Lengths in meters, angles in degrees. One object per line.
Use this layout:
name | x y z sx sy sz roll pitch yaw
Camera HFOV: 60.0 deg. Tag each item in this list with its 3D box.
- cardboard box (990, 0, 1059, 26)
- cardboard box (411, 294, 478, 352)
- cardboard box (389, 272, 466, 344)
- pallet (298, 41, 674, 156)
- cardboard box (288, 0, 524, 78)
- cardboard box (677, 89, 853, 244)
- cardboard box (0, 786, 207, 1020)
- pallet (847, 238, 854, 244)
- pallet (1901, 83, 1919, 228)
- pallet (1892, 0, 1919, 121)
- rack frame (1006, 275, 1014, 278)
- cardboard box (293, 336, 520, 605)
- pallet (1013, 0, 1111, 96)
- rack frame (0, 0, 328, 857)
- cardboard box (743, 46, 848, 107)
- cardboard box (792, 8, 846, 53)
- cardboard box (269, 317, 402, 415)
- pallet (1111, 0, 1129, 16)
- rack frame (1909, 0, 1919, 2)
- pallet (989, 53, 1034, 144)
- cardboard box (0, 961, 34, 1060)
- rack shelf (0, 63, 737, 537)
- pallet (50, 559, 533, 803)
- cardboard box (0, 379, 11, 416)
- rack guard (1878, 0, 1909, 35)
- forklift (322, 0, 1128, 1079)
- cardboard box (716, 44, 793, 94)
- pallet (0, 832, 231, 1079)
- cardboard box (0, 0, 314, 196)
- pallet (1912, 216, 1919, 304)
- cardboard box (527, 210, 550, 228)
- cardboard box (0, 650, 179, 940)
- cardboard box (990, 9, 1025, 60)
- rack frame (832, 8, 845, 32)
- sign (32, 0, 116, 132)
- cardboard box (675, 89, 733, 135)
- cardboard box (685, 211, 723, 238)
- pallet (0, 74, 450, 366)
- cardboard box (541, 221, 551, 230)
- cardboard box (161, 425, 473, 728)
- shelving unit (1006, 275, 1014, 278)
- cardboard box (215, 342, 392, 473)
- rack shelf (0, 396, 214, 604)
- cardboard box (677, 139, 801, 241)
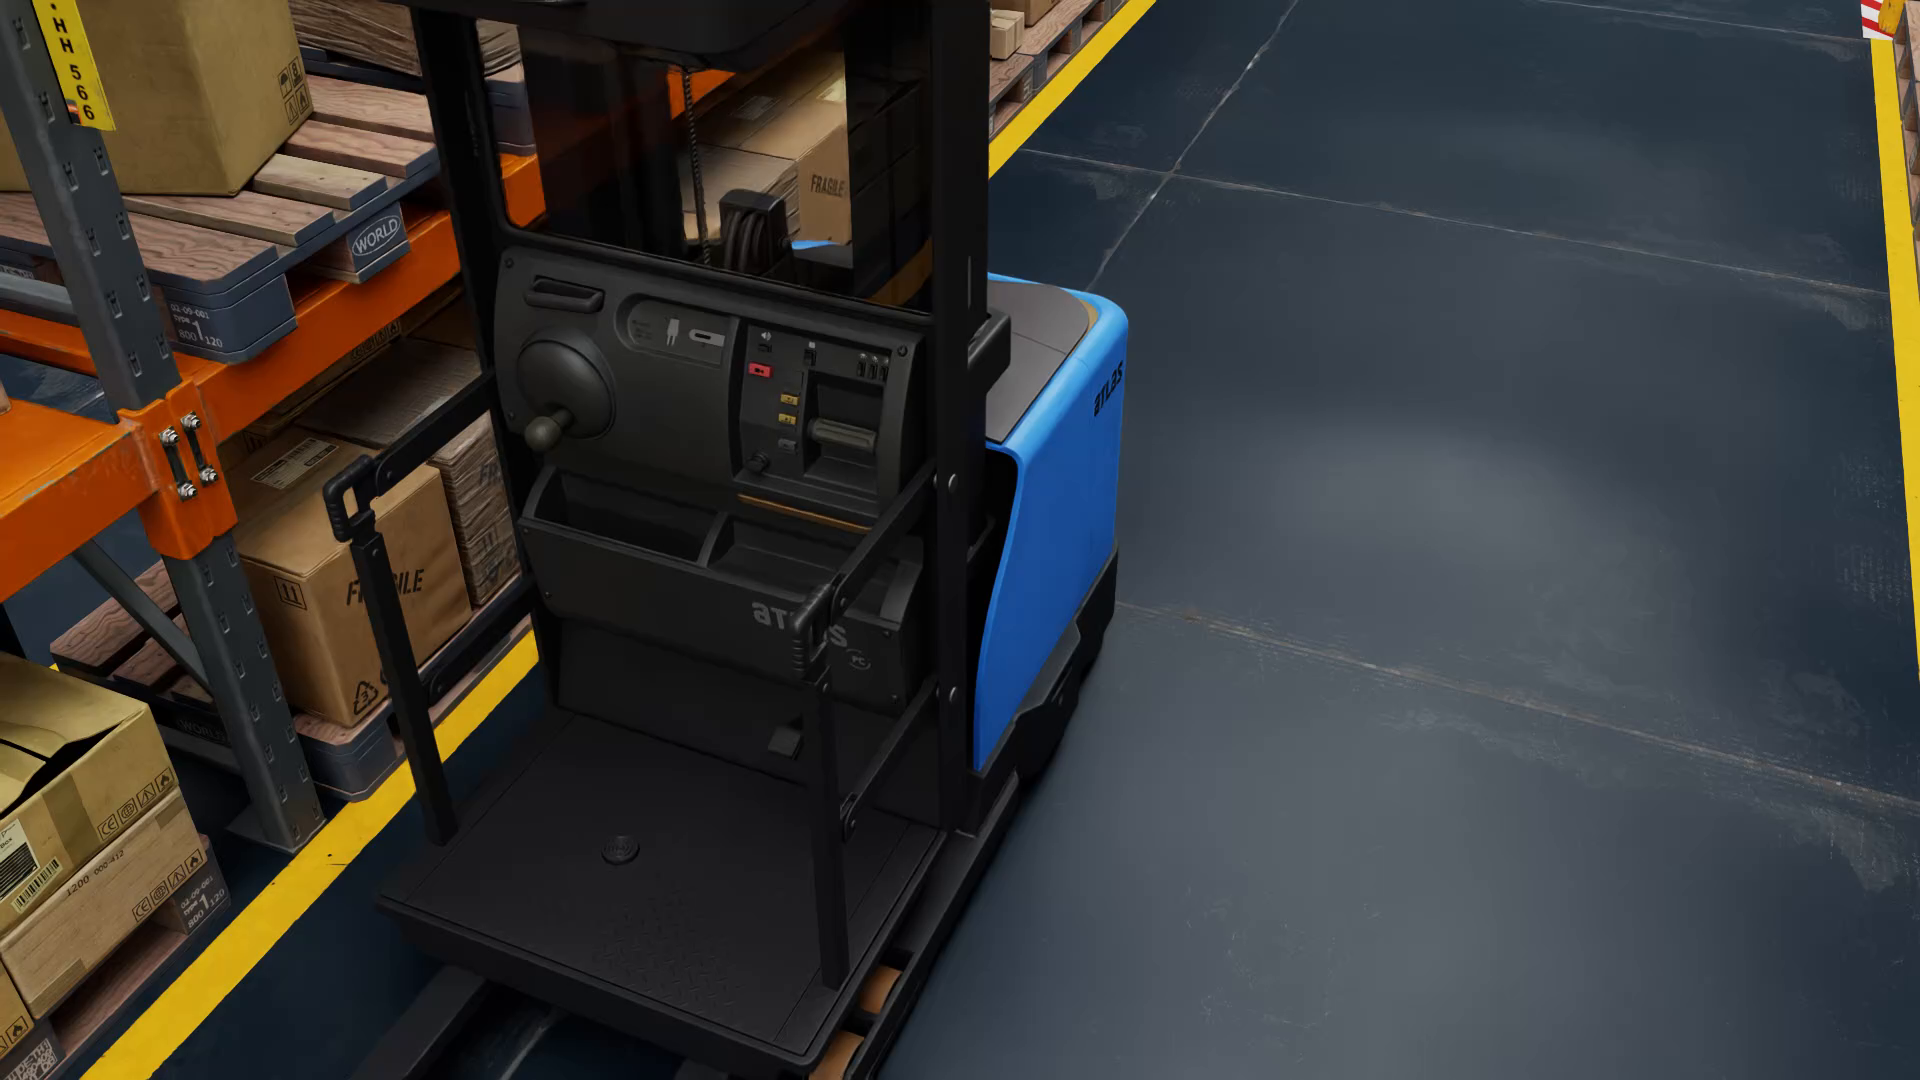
cardboard box | 0.122 -2.985 8.455 0.797 0.503 0.637 14 39 18
cardboard box | -1.284 -0.482 5.110 0.500 0.500 0.500 13 39 17
cardboard box | -1.775 -0.585 5.248 0.500 0.500 0.500 12 39 16
pallet | -1.375 -1.553 4.983 1.003 0.211 1.213 14 39 18
cardboard box | -1.451 -1.598 4.448 0.700 0.500 0.500 21 42 26
cardboard box | -0.707 -1.332 6.247 0.500 0.500 0.500 14 39 18
cardboard box | -2.085 0.728 3.717 0.500 0.250 0.500 15 39 19
pallet | -0.863 -1.191 6.667 1.003 0.211 1.213 14 39 18
pallet | 4.697 -1.613 7.232 1.003 0.211 1.213 14 39 18
pallet | 5.163 -2.287 8.133 1.003 0.211 1.213 14 39 18
rack frame | 0.042 -0.421 5.062 0.240 0.900 0.006 14 39 18
cardboard box | -1.479 -0.205 4.740 0.500 0.500 0.500 12 39 16
pallet | 0.136 -2.708 8.697 1.003 0.211 1.213 14 39 18
rack frame | -2.111 -0.552 3.484 1.000 3.000 0.127 14 39 18
cardboard box | -0.511 -1.603 6.610 0.500 0.500 0.500 14 39 17
cardboard box | -0.634 -2.322 7.572 0.500 0.500 0.500 14 39 18
cardboard box | -1.954 -0.631 4.683 0.500 0.250 0.500 15 39 19
pallet | 0.602 -3.381 9.597 1.003 0.211 1.213 14 39 18
rack frame | 5.513 -3.851 7.897 1.000 3.000 0.127 14 39 18
pallet | -0.326 -2.030 7.790 1.003 0.211 1.213 14 39 18
cardboard box | -2.278 1.014 3.334 0.500 0.250 0.500 13 39 17
rack shelf | -1.350 -1.372 5.180 1.077 0.370 4.000 14 39 18
pallet | -1.791 0.160 4.860 1.003 0.211 1.213 14 39 18
cardboard box | -2.289 -0.325 3.254 0.500 0.311 0.500 16 40 21
rack guard | 5.510 -2.866 8.667 1.175 0.500 0.348 14 39 18
forklift | -0.604 -0.242 3.126 1.130 2.935 3.031 15 39 19
cardboard box | -0.998 -1.730 6.779 0.500 0.500 0.500 12 38 16
pallet | -2.460 1.011 3.720 1.003 0.211 1.213 14 39 18
cardboard box | -1.975 -1.135 3.829 0.700 0.500 0.500 2 37 2
pallet | 4.235 -0.936 6.325 1.003 0.211 1.213 14 39 18
cardboard box | -1.569 -1.199 5.442 0.500 0.250 0.500 13 39 17
cardboard box | -2.082 0.502 3.550 0.500 0.311 0.500 15 39 19
cardboard box | 0.091 -2.473 8.052 0.380 0.166 0.250 14 39 18
rack frame | -0.589 -2.767 6.446 1.000 3.000 0.127 14 39 18
sign | -1.596 -0.891 2.970 0.100 0.325 0.005 14 39 18
cardboard box | -1.191 -1.432 6.381 0.500 0.500 0.500 14 39 18
cardboard box | -1.090 -0.772 5.498 0.500 0.500 0.500 13 39 16
pallet | -1.918 -0.867 4.064 1.213 0.211 1.003 14 39 18
cardboard box | -1.581 -0.877 5.638 0.500 0.500 0.500 12 39 16
cardboard box | -1.673 0.086 4.350 0.500 0.500 0.500 15 39 20
shelving unit | 0.003 -0.365 4.987 0.258 0.900 0.210 14 39 18
cardboard box | -1.972 -0.299 4.864 0.500 0.500 0.500 15 39 20
rack shelf | -2.872 0.843 2.217 1.077 0.370 4.000 14 39 18
cardboard box | -0.898 -1.054 5.875 0.500 0.500 0.500 14 39 18
